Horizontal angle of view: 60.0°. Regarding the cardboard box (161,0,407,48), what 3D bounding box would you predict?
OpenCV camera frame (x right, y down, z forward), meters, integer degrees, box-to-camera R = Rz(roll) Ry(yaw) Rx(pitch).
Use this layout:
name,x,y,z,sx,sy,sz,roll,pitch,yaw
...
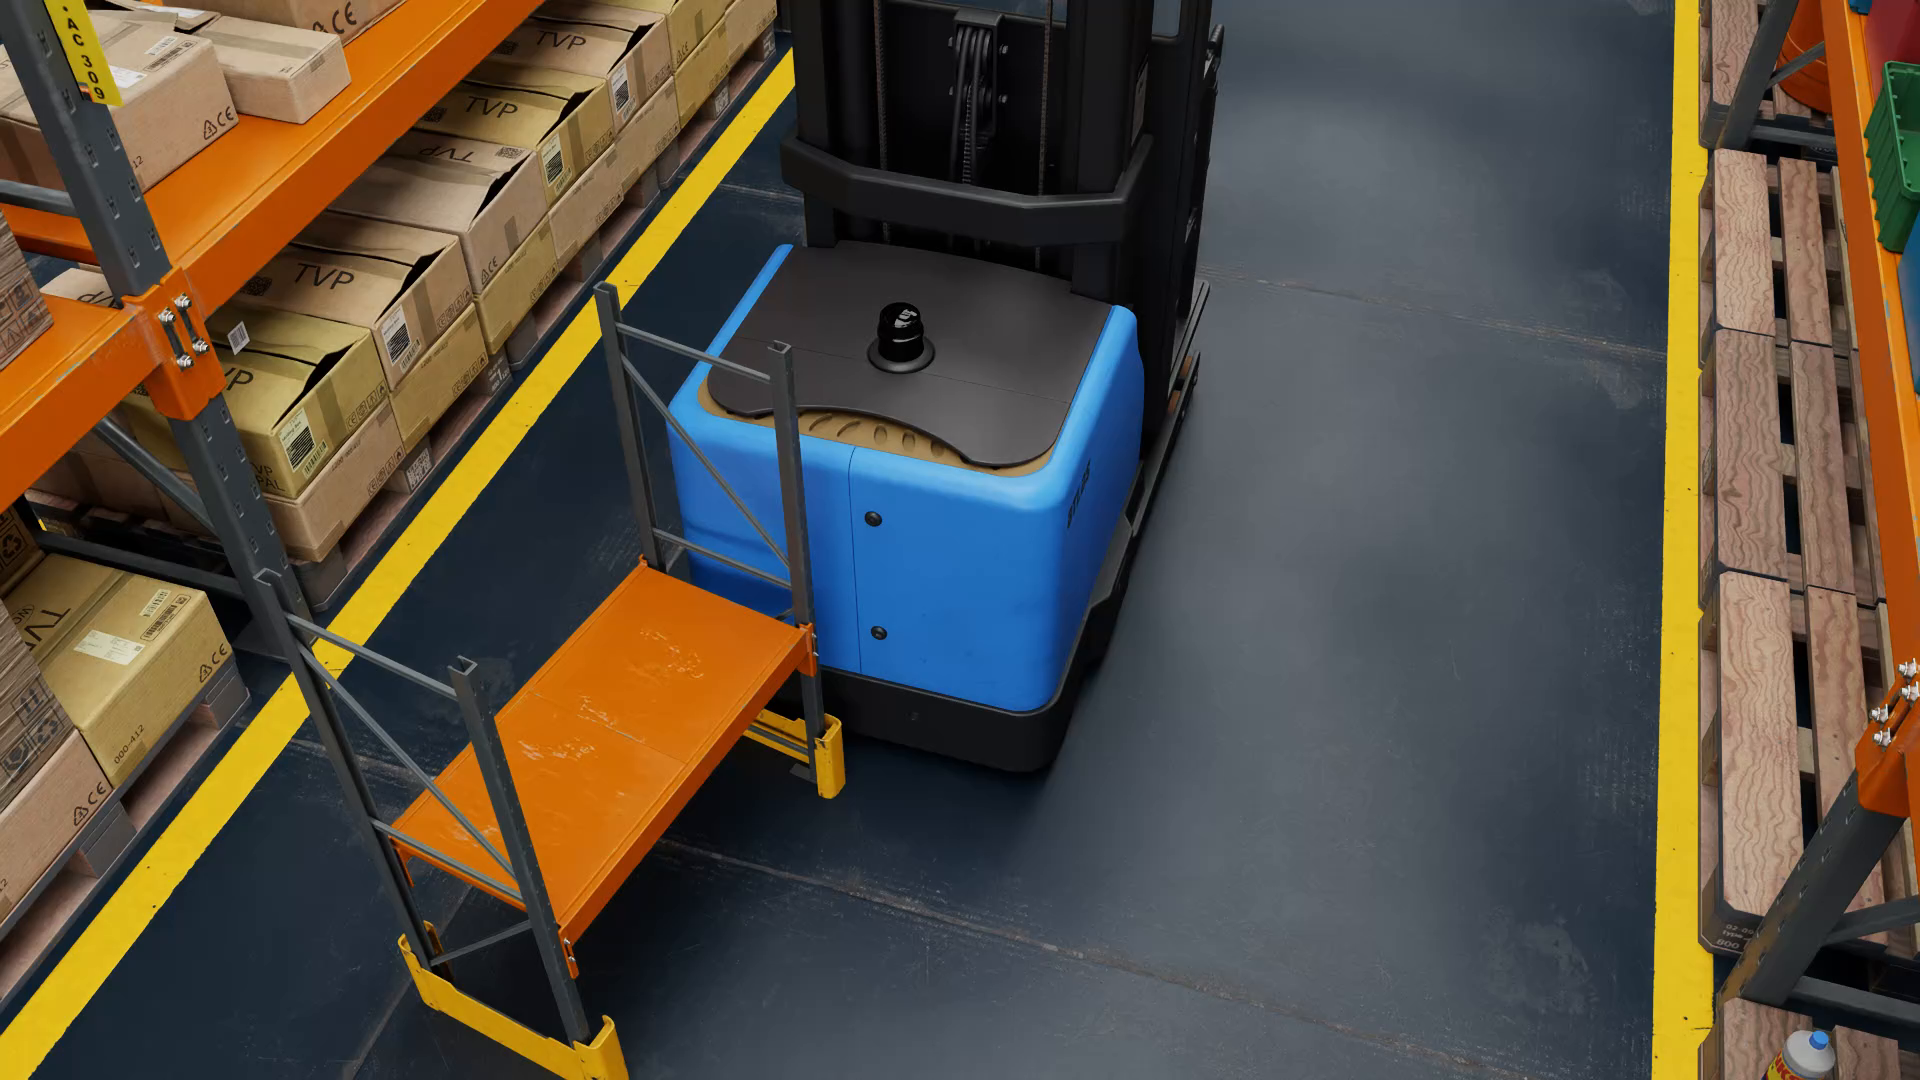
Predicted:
name,x,y,z,sx,sy,sz,roll,pitch,yaw
cardboard box,-1.994,-1.746,4.818,0.500,0.500,0.500,16,47,15

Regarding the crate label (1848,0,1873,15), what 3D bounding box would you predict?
name,x,y,z,sx,sy,sz,roll,pitch,yaw
crate label,2.971,-1.873,4.994,0.502,0.435,0.616,13,46,13

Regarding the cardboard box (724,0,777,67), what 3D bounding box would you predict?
name,x,y,z,sx,sy,sz,roll,pitch,yaw
cardboard box,-1.117,-2.282,7.103,0.500,0.250,0.500,14,46,13

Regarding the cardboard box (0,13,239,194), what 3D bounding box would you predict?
name,x,y,z,sx,sy,sz,roll,pitch,yaw
cardboard box,-2.294,-1.134,4.372,0.500,0.250,0.500,15,46,15

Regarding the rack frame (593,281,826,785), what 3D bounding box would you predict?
name,x,y,z,sx,sy,sz,roll,pitch,yaw
rack frame,-0.585,0.051,4.125,0.500,1.500,0.032,21,48,20

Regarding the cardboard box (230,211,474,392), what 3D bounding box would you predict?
name,x,y,z,sx,sy,sz,roll,pitch,yaw
cardboard box,-1.882,-0.774,5.161,0.500,0.311,0.500,12,46,12

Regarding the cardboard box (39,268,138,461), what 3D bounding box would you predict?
name,x,y,z,sx,sy,sz,roll,pitch,yaw
cardboard box,-2.552,-0.549,4.931,0.500,0.311,0.500,13,46,13

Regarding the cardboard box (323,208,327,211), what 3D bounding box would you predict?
name,x,y,z,sx,sy,sz,roll,pitch,yaw
cardboard box,-2.247,-1.229,5.626,0.500,0.311,0.500,12,46,12

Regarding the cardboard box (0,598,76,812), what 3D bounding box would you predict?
name,x,y,z,sx,sy,sz,roll,pitch,yaw
cardboard box,-2.496,0.400,3.826,0.500,0.500,0.500,13,46,13

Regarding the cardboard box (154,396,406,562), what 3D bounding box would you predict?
name,x,y,z,sx,sy,sz,roll,pitch,yaw
cardboard box,-2.043,-0.234,5.010,0.500,0.250,0.500,12,46,12

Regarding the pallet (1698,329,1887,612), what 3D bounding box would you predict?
name,x,y,z,sx,sy,sz,roll,pitch,yaw
pallet,2.887,-0.150,5.252,1.003,0.211,1.213,13,46,13

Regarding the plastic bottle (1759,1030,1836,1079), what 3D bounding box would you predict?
name,x,y,z,sx,sy,sz,roll,pitch,yaw
plastic bottle,1.804,1.138,3.578,0.097,0.271,0.097,0,44,0

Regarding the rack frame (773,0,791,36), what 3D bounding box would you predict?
name,x,y,z,sx,sy,sz,roll,pitch,yaw
rack frame,-1.190,-3.517,6.699,1.000,3.000,0.127,13,46,13

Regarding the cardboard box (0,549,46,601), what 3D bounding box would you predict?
name,x,y,z,sx,sy,sz,roll,pitch,yaw
cardboard box,-2.831,0.227,4.539,0.500,0.250,0.500,13,46,13

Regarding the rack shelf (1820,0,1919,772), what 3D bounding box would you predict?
name,x,y,z,sx,sy,sz,roll,pitch,yaw
rack shelf,2.924,-0.875,4.514,1.077,0.370,4.000,13,46,13

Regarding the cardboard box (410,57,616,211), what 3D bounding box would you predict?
name,x,y,z,sx,sy,sz,roll,pitch,yaw
cardboard box,-1.575,-1.466,5.868,0.500,0.311,0.500,14,46,14

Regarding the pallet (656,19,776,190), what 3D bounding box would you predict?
name,x,y,z,sx,sy,sz,roll,pitch,yaw
pallet,-1.477,-1.980,7.122,1.003,0.211,1.213,13,46,13

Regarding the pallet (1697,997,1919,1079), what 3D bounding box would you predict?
name,x,y,z,sx,sy,sz,roll,pitch,yaw
pallet,2.075,1.637,3.427,1.003,0.211,1.213,13,46,13

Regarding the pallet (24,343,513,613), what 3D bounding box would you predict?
name,x,y,z,sx,sy,sz,roll,pitch,yaw
pallet,-2.216,-0.353,5.460,1.003,0.211,1.213,13,46,13

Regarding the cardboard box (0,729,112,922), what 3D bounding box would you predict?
name,x,y,z,sx,sy,sz,roll,pitch,yaw
cardboard box,-2.494,0.669,4.088,0.500,0.250,0.500,13,46,13

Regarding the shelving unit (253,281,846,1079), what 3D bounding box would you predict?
name,x,y,z,sx,sy,sz,roll,pitch,yaw
shelving unit,-0.820,0.359,3.811,0.587,1.500,1.083,21,48,20

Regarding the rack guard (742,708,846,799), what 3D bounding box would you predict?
name,x,y,z,sx,sy,sz,roll,pitch,yaw
rack guard,-0.585,0.499,4.562,0.587,0.250,0.087,21,48,20

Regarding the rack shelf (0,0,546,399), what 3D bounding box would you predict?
name,x,y,z,sx,sy,sz,roll,pitch,yaw
rack shelf,-1.796,-1.927,5.589,1.077,0.370,4.000,13,46,13

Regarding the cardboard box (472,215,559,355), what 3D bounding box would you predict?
name,x,y,z,sx,sy,sz,roll,pitch,yaw
cardboard box,-1.733,-0.921,5.712,0.500,0.250,0.500,11,45,11

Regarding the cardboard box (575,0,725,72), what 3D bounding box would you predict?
name,x,y,z,sx,sy,sz,roll,pitch,yaw
cardboard box,-1.265,-2.136,6.552,0.500,0.311,0.500,12,46,12

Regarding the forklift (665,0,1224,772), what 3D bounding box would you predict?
name,x,y,z,sx,sy,sz,roll,pitch,yaw
forklift,0.190,-1.468,4.654,1.130,2.935,3.031,12,46,12

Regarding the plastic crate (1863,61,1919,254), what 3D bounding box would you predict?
name,x,y,z,sx,sy,sz,roll,pitch,yaw
plastic crate,2.577,-0.944,4.221,0.450,0.188,0.662,13,46,13

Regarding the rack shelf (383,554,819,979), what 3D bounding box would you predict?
name,x,y,z,sx,sy,sz,roll,pitch,yaw
rack shelf,-0.824,0.493,3.931,0.538,0.185,1.000,21,48,20

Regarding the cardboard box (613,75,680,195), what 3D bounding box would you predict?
name,x,y,z,sx,sy,sz,roll,pitch,yaw
cardboard box,-1.425,-1.603,6.409,0.500,0.250,0.500,14,46,13

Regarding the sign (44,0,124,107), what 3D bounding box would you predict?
name,x,y,z,sx,sy,sz,roll,pitch,yaw
sign,-1.872,-1.072,3.525,0.100,0.325,0.005,13,46,13

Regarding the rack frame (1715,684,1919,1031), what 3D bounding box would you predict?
name,x,y,z,sx,sy,sz,roll,pitch,yaw
rack frame,2.318,0.201,2.900,1.000,3.000,0.127,13,46,13

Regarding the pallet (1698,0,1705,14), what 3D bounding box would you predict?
name,x,y,z,sx,sy,sz,roll,pitch,yaw
pallet,4.100,-2.813,7.974,1.003,0.211,1.213,13,46,13
